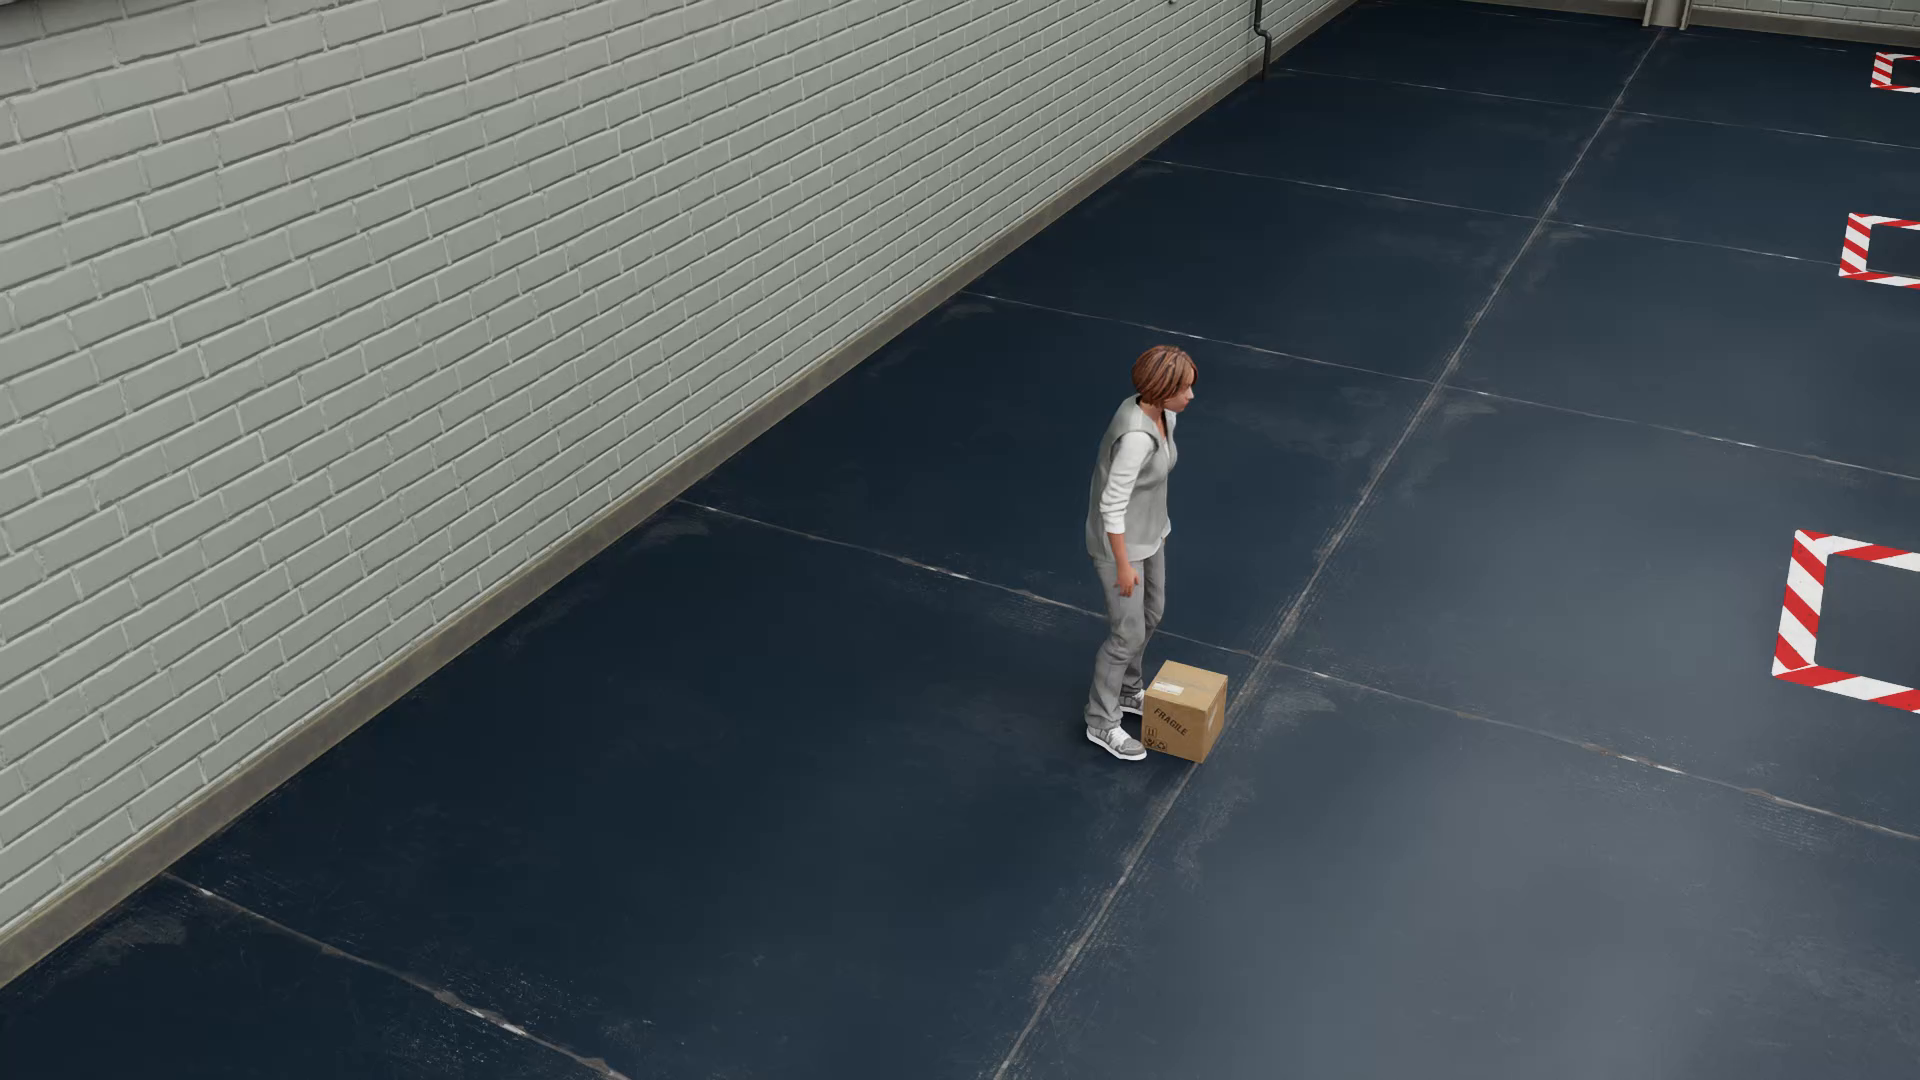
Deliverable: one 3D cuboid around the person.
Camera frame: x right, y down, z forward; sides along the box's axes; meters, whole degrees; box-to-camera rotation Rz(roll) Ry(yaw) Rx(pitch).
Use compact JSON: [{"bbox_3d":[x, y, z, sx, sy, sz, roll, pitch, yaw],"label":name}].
[{"bbox_3d":[0.639,0.027,6.095,0.347,1.593,0.459,14,33,23],"label":"person"}]
